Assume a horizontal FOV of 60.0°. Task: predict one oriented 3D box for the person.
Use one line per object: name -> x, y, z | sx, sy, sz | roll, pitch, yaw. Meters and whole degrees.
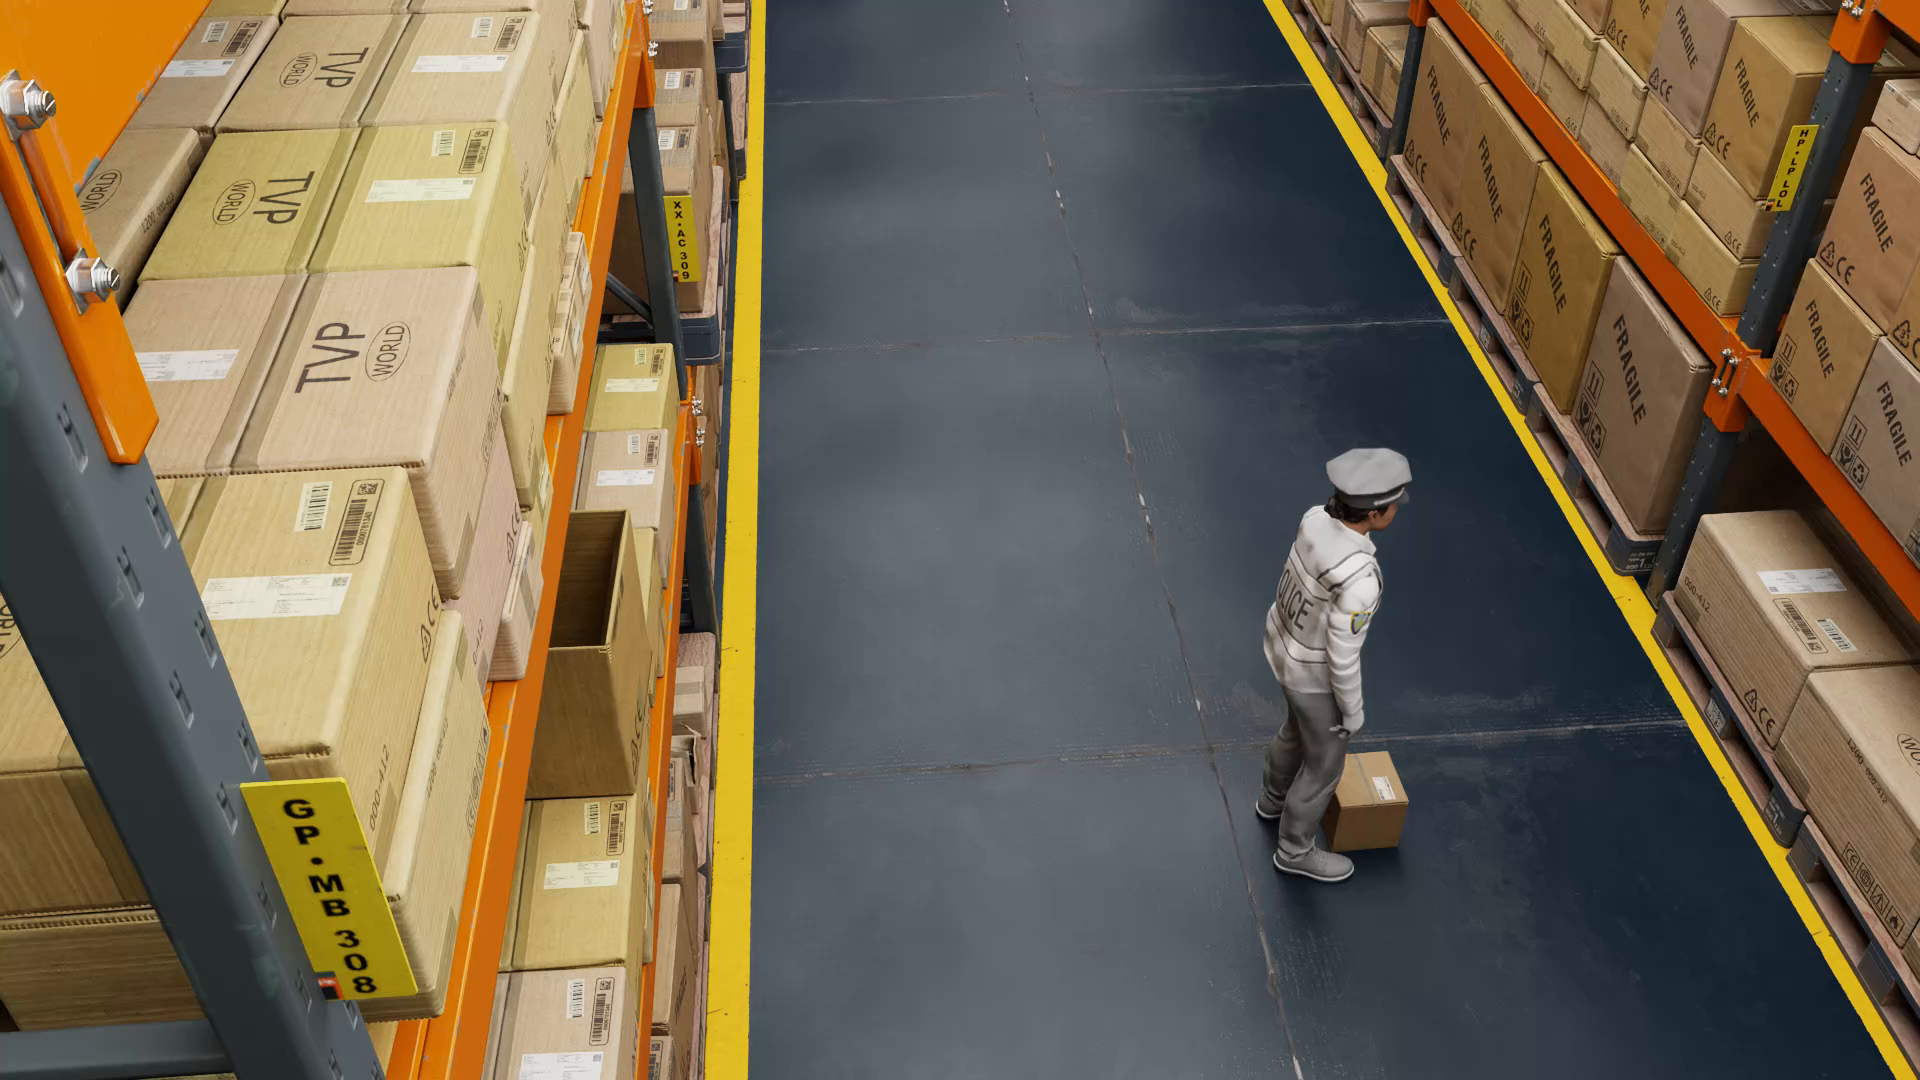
person -> 1.238, 0.449, 5.603 | 0.359, 1.664, 0.469 | -5, 40, -7
